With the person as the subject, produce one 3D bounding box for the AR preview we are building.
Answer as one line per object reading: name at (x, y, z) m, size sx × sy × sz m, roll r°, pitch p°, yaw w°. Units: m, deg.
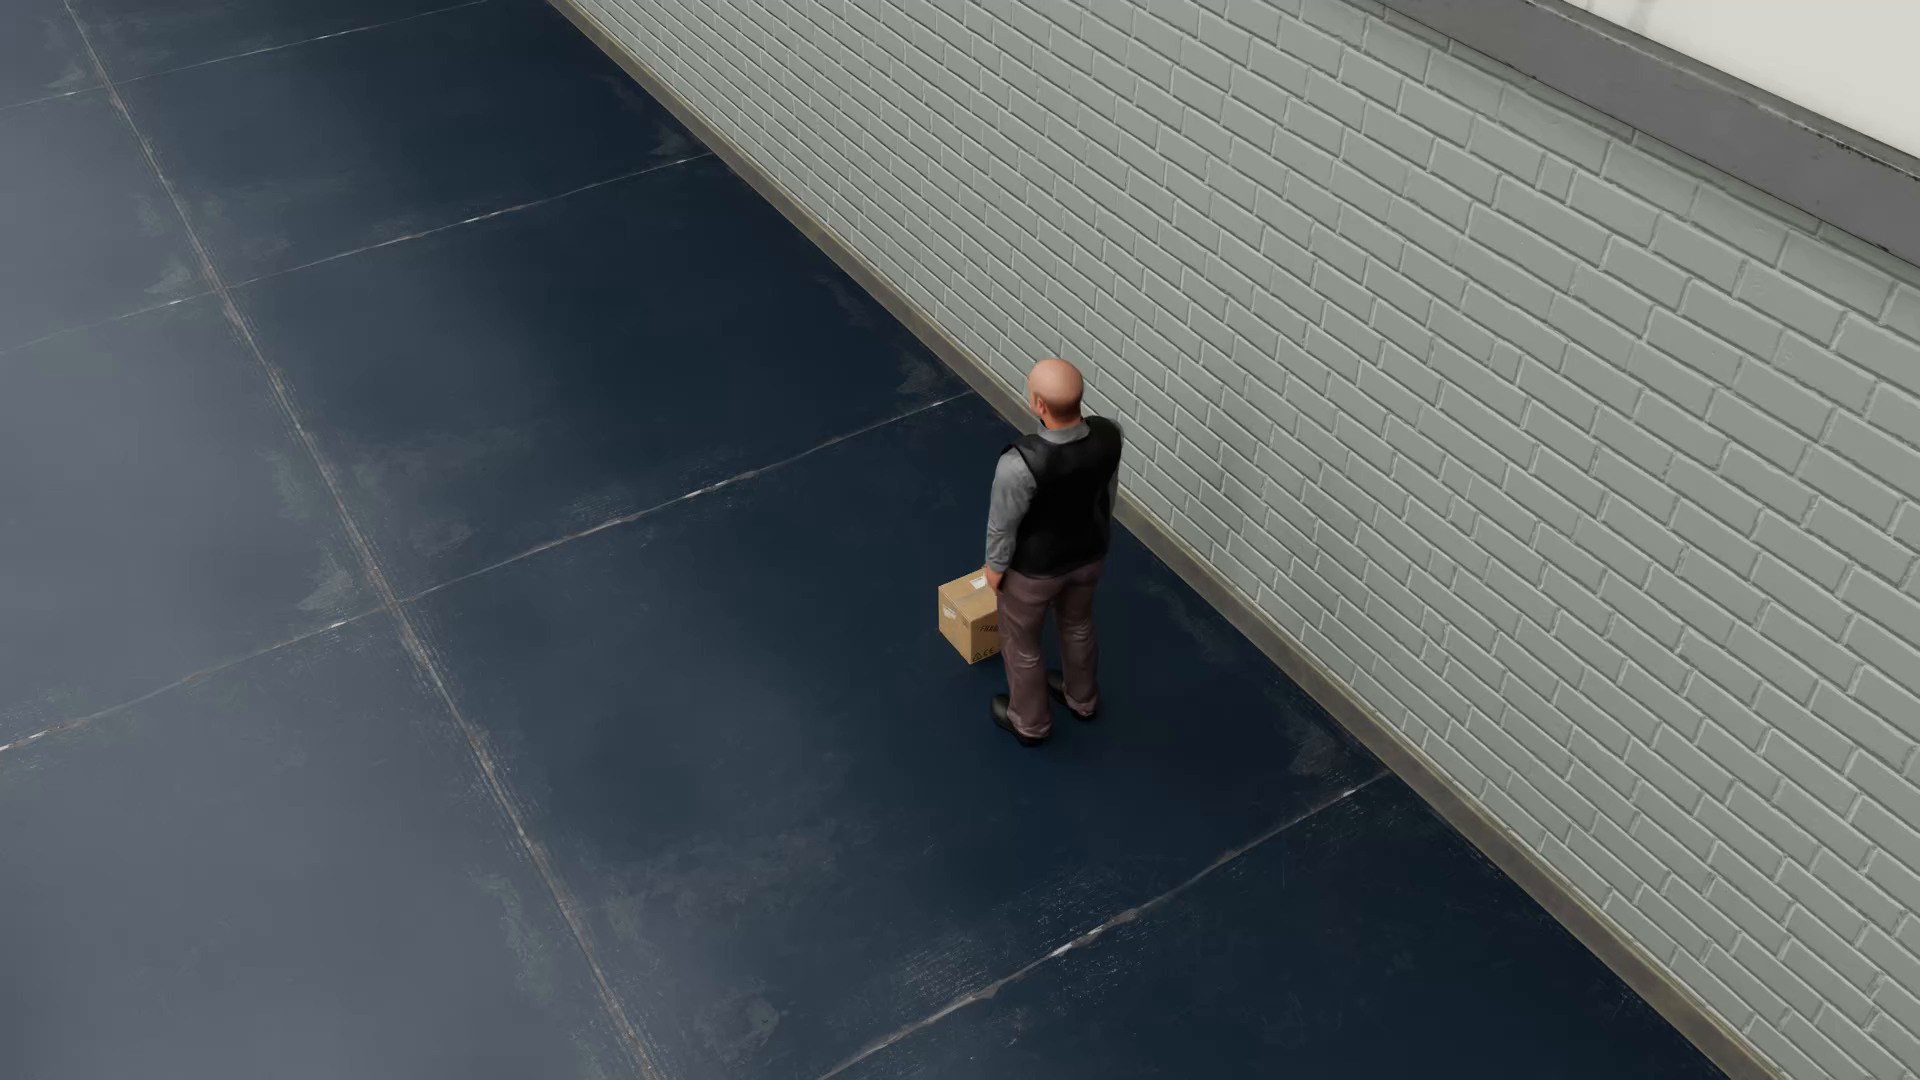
person at (0.321, 0.056, 6.118) m, size 0.533 × 1.714 × 0.359 m, roll -22°, pitch 45°, yaw -23°
